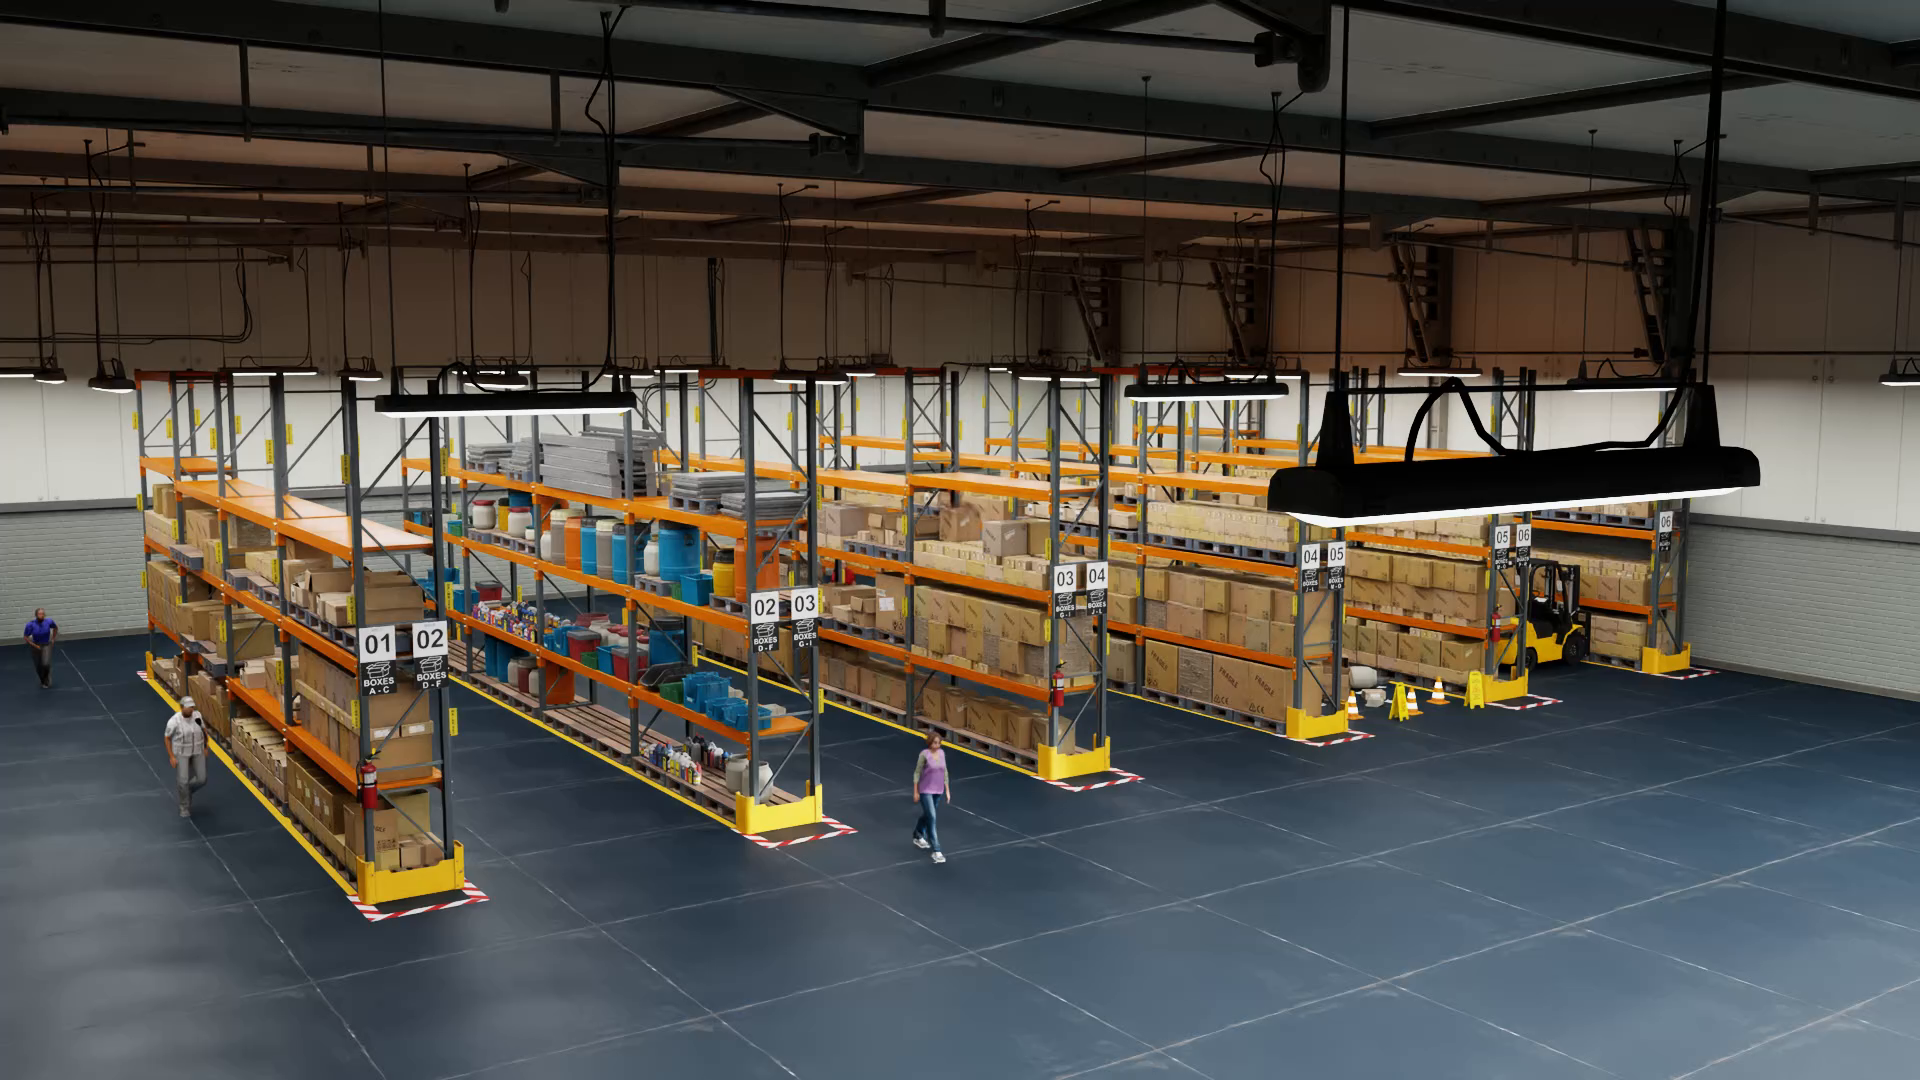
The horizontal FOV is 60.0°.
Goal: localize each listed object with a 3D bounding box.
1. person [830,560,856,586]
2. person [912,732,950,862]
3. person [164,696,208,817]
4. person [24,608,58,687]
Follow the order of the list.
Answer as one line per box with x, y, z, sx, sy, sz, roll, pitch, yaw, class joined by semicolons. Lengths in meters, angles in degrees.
-2.604;1.243;37.587;0.560;1.662;1.067;-5;8;-36;person
-0.352;3.184;20.945;0.437;1.564;0.850;-6;9;-43;person
-10.647;2.949;22.890;0.575;1.648;0.546;-6;9;-44;person
-17.280;2.029;31.296;0.543;1.567;0.735;-3;7;-23;person
